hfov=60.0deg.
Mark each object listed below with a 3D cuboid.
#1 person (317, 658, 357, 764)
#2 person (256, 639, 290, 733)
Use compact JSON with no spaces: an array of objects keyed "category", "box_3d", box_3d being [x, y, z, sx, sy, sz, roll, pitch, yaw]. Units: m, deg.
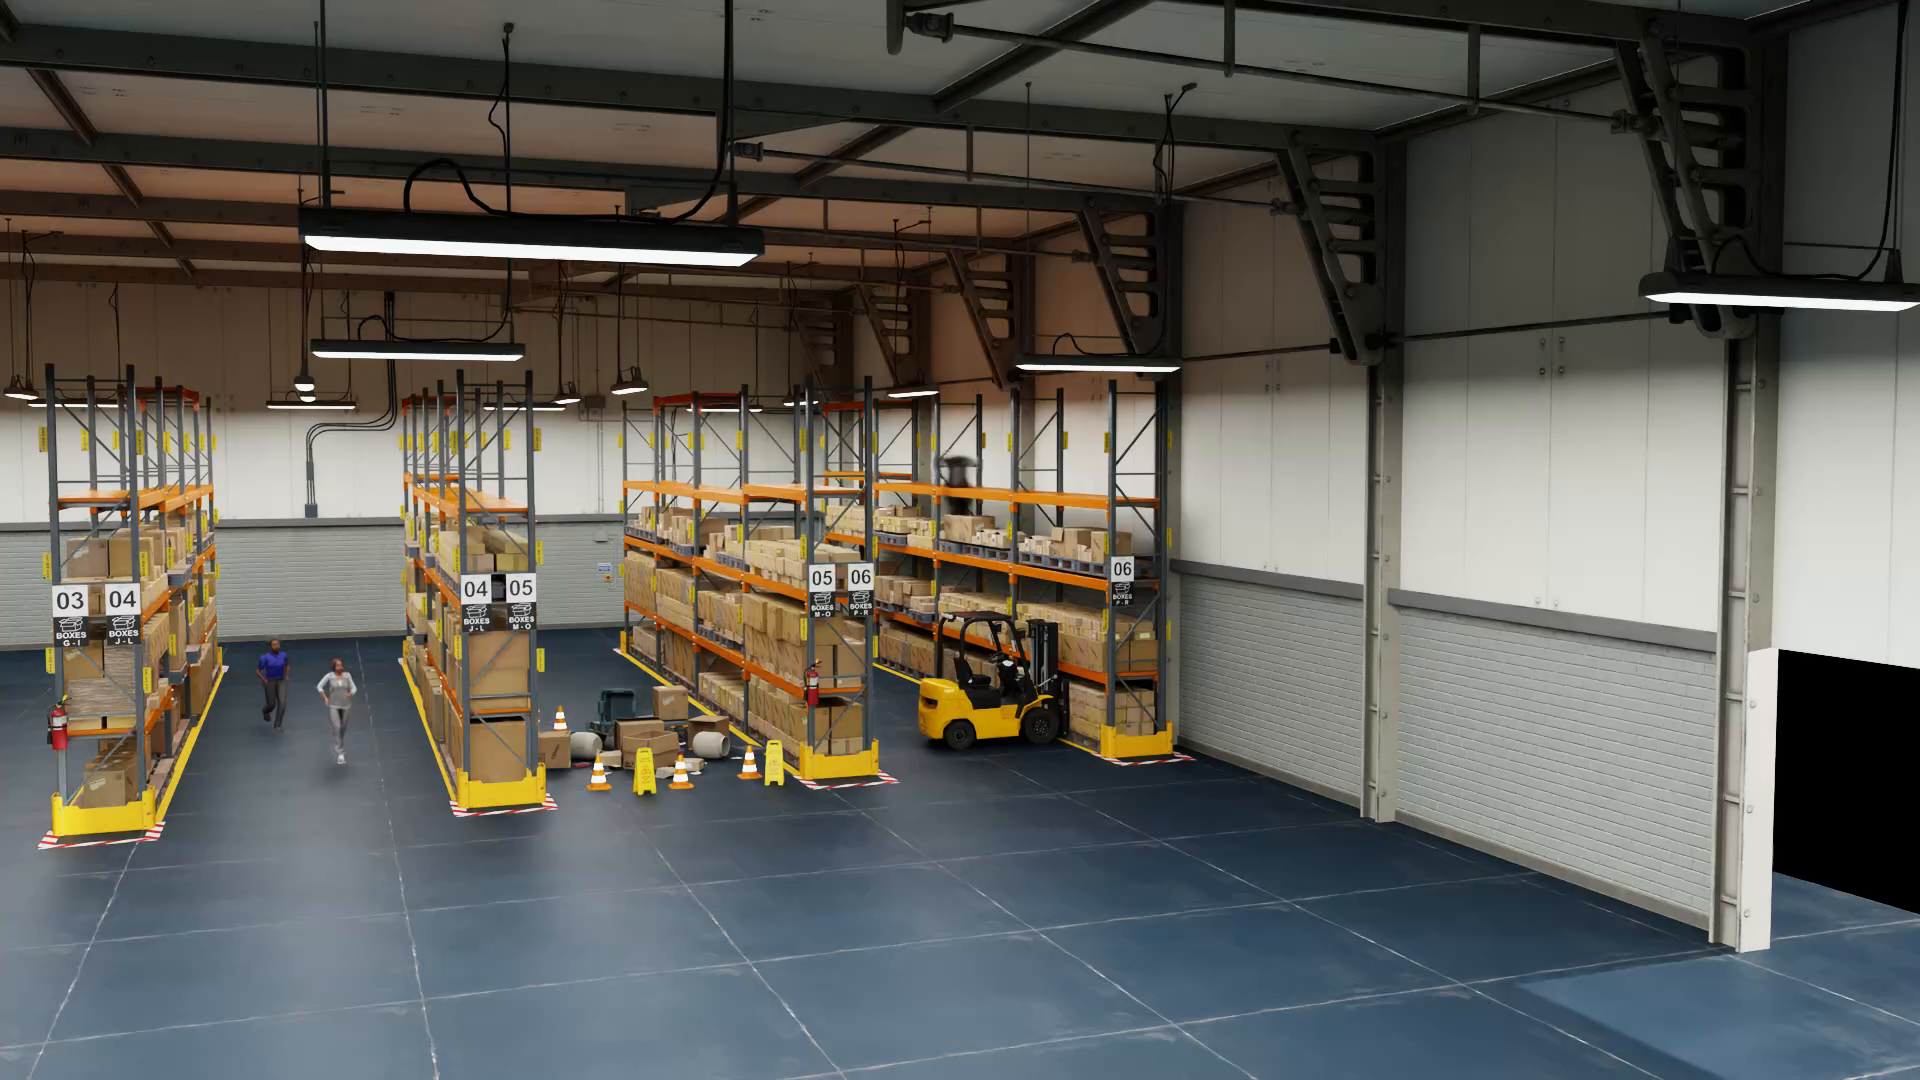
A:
[{"category":"person","box_3d":[-9.796,2.656,26.162,0.549,1.617,0.788,-2,4,-33]},{"category":"person","box_3d":[-11.945,2.516,28.954,0.587,1.620,0.723,-3,4,-37]}]
